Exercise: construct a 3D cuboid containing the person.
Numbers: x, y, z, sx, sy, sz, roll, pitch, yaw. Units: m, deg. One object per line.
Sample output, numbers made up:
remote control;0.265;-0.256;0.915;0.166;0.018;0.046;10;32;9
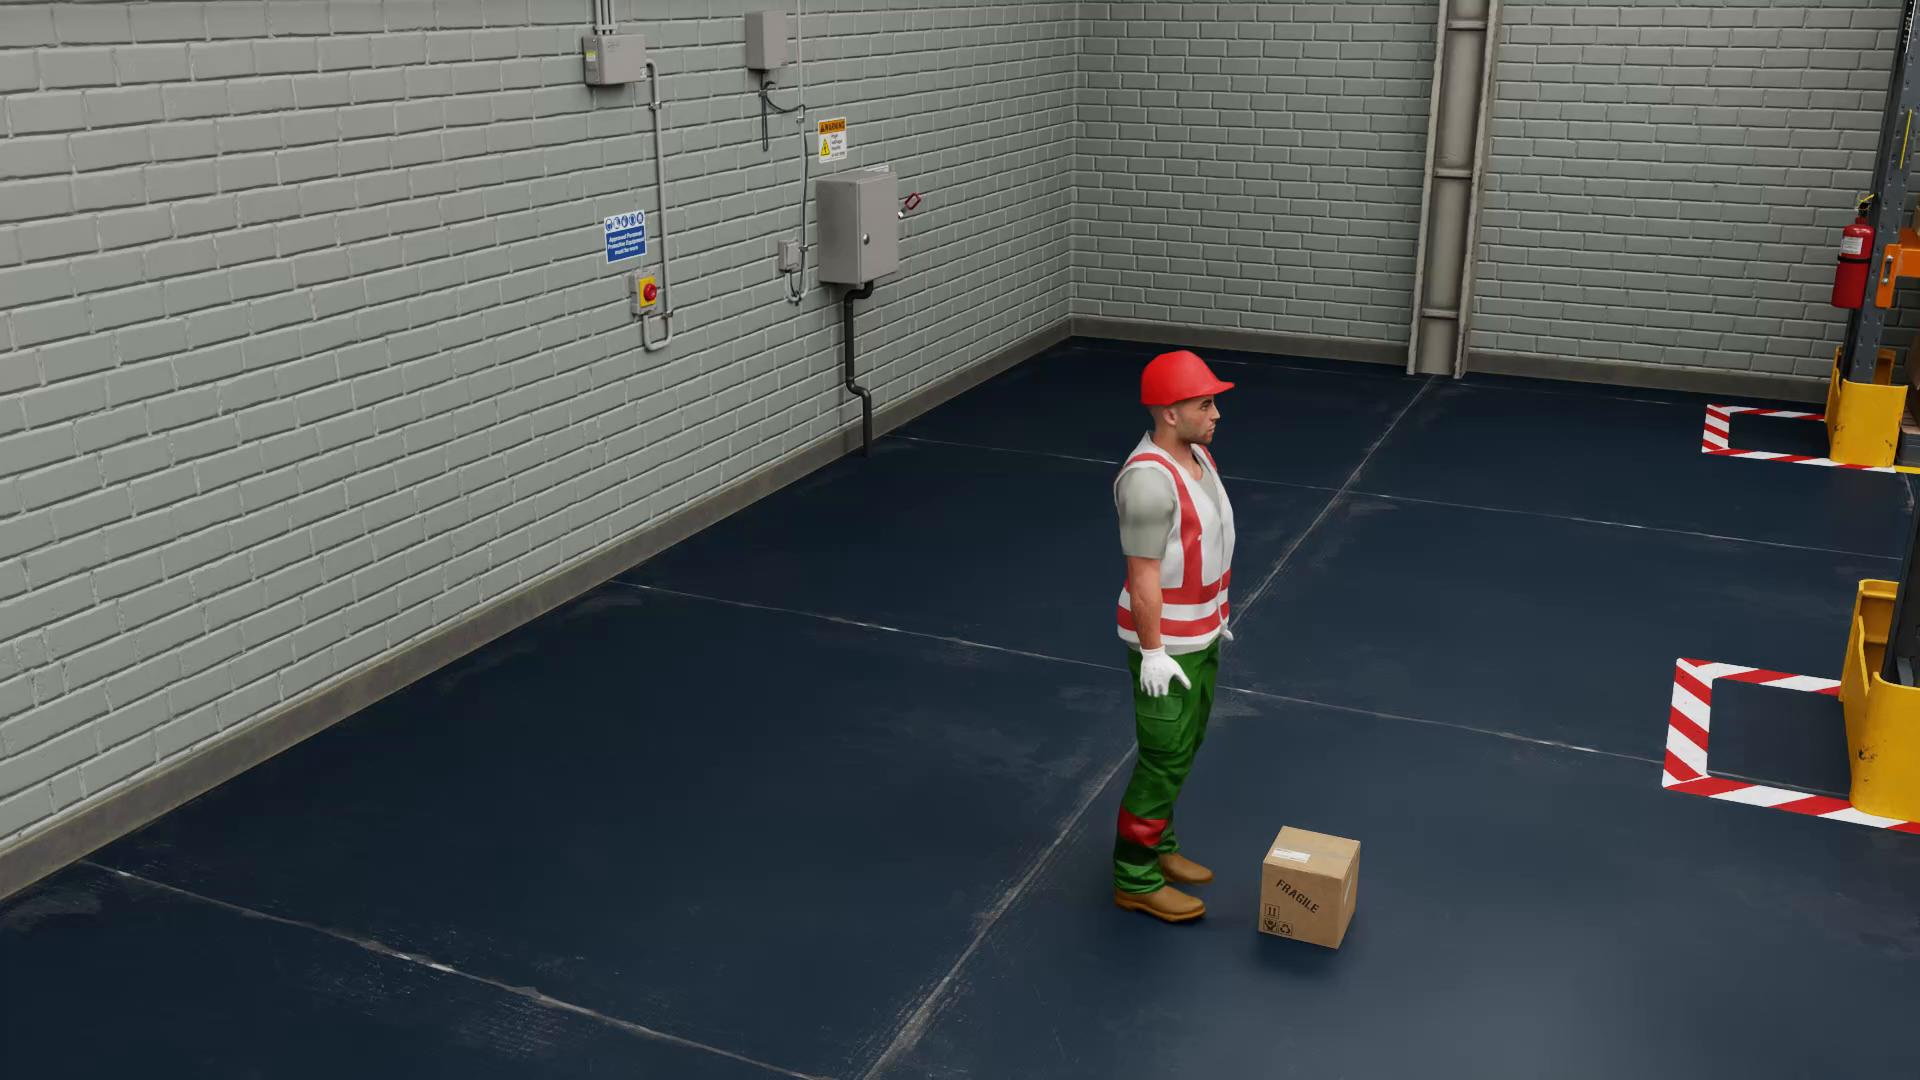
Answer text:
person;0.672;0.305;5.160;0.354;1.803;0.523;9;21;24
